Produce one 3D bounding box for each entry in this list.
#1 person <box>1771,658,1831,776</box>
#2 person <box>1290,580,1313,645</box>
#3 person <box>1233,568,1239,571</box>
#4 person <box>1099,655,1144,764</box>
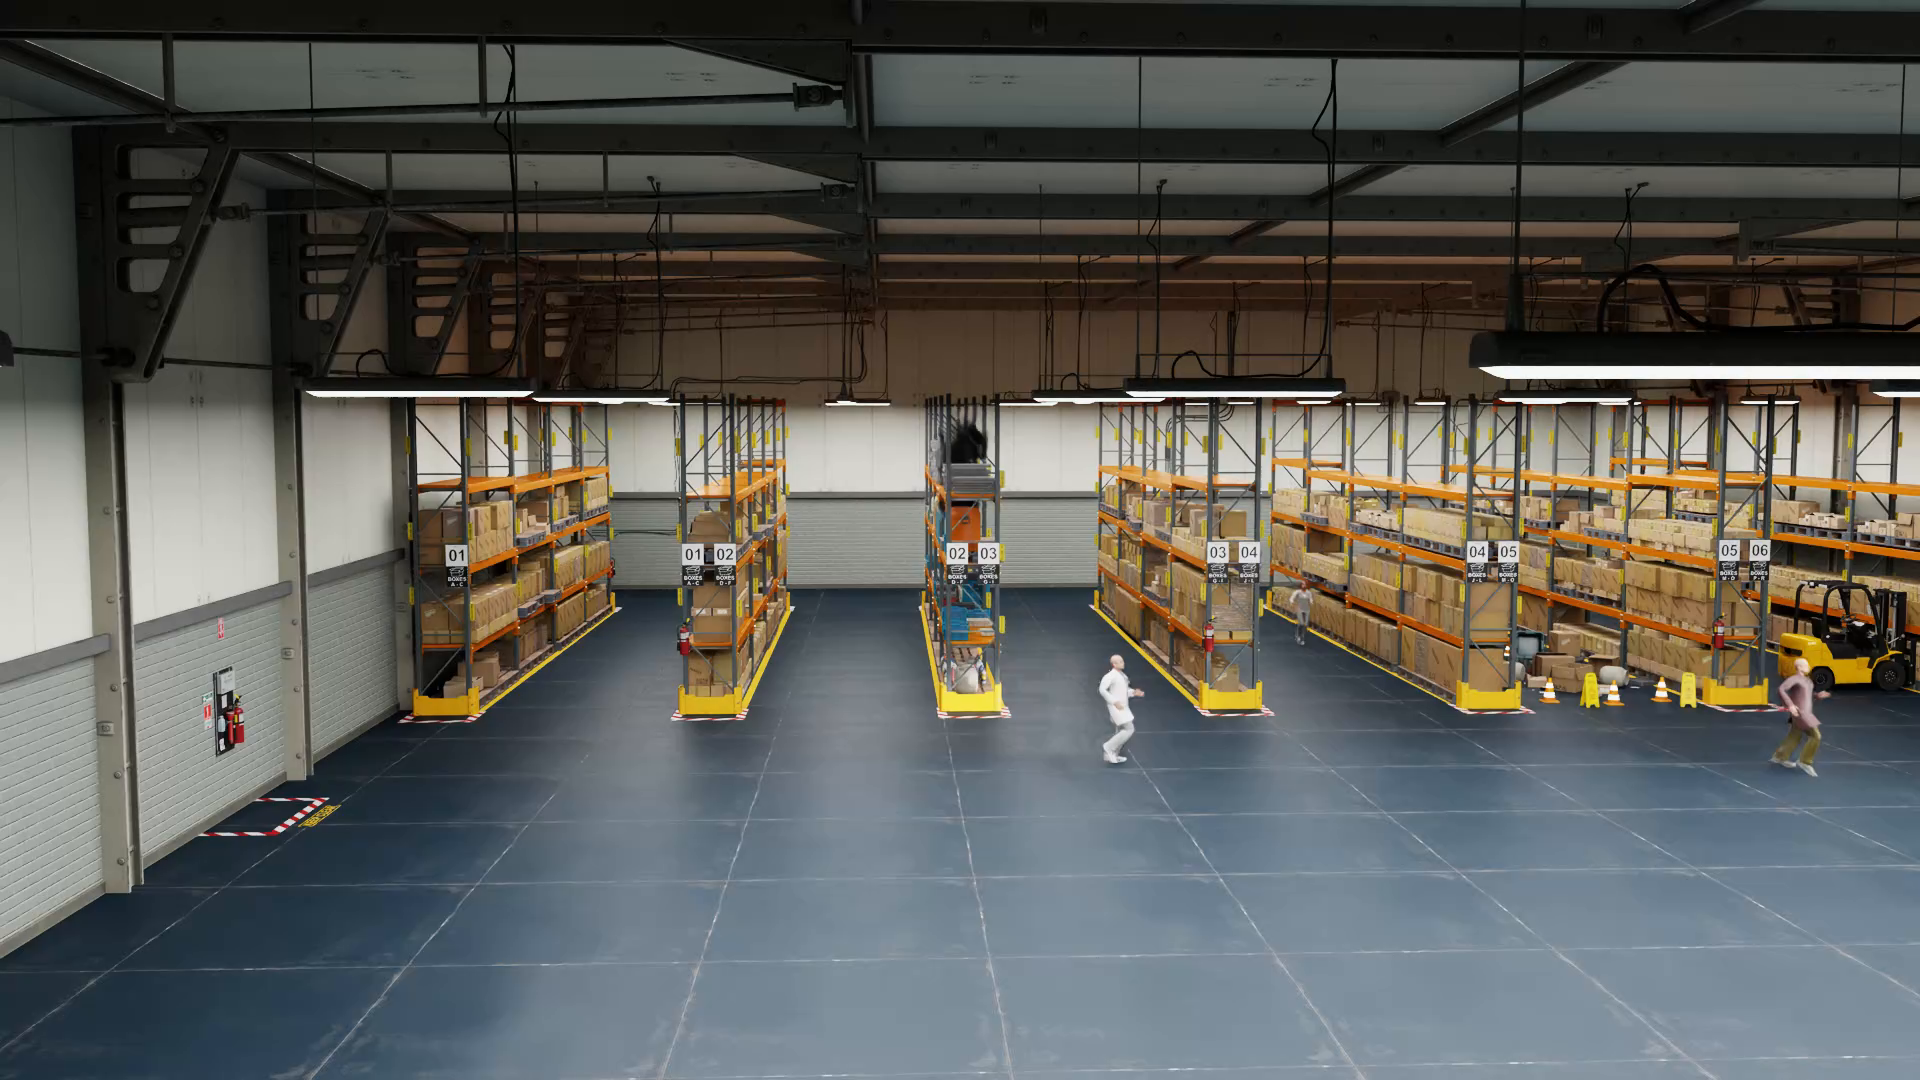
[{"bbox_3d":[13.201,2.777,26.116,0.825,1.842,0.668,3,5,34],"label":"person"},{"bbox_3d":[8.282,1.756,40.149,0.522,1.569,0.592,0,5,-6],"label":"person"},{"bbox_3d":[8.047,1.116,48.602,0.731,1.618,0.730,-4,6,-43],"label":"person"},{"bbox_3d":[2.621,2.729,26.779,0.642,1.744,0.694,2,5,20],"label":"person"}]
